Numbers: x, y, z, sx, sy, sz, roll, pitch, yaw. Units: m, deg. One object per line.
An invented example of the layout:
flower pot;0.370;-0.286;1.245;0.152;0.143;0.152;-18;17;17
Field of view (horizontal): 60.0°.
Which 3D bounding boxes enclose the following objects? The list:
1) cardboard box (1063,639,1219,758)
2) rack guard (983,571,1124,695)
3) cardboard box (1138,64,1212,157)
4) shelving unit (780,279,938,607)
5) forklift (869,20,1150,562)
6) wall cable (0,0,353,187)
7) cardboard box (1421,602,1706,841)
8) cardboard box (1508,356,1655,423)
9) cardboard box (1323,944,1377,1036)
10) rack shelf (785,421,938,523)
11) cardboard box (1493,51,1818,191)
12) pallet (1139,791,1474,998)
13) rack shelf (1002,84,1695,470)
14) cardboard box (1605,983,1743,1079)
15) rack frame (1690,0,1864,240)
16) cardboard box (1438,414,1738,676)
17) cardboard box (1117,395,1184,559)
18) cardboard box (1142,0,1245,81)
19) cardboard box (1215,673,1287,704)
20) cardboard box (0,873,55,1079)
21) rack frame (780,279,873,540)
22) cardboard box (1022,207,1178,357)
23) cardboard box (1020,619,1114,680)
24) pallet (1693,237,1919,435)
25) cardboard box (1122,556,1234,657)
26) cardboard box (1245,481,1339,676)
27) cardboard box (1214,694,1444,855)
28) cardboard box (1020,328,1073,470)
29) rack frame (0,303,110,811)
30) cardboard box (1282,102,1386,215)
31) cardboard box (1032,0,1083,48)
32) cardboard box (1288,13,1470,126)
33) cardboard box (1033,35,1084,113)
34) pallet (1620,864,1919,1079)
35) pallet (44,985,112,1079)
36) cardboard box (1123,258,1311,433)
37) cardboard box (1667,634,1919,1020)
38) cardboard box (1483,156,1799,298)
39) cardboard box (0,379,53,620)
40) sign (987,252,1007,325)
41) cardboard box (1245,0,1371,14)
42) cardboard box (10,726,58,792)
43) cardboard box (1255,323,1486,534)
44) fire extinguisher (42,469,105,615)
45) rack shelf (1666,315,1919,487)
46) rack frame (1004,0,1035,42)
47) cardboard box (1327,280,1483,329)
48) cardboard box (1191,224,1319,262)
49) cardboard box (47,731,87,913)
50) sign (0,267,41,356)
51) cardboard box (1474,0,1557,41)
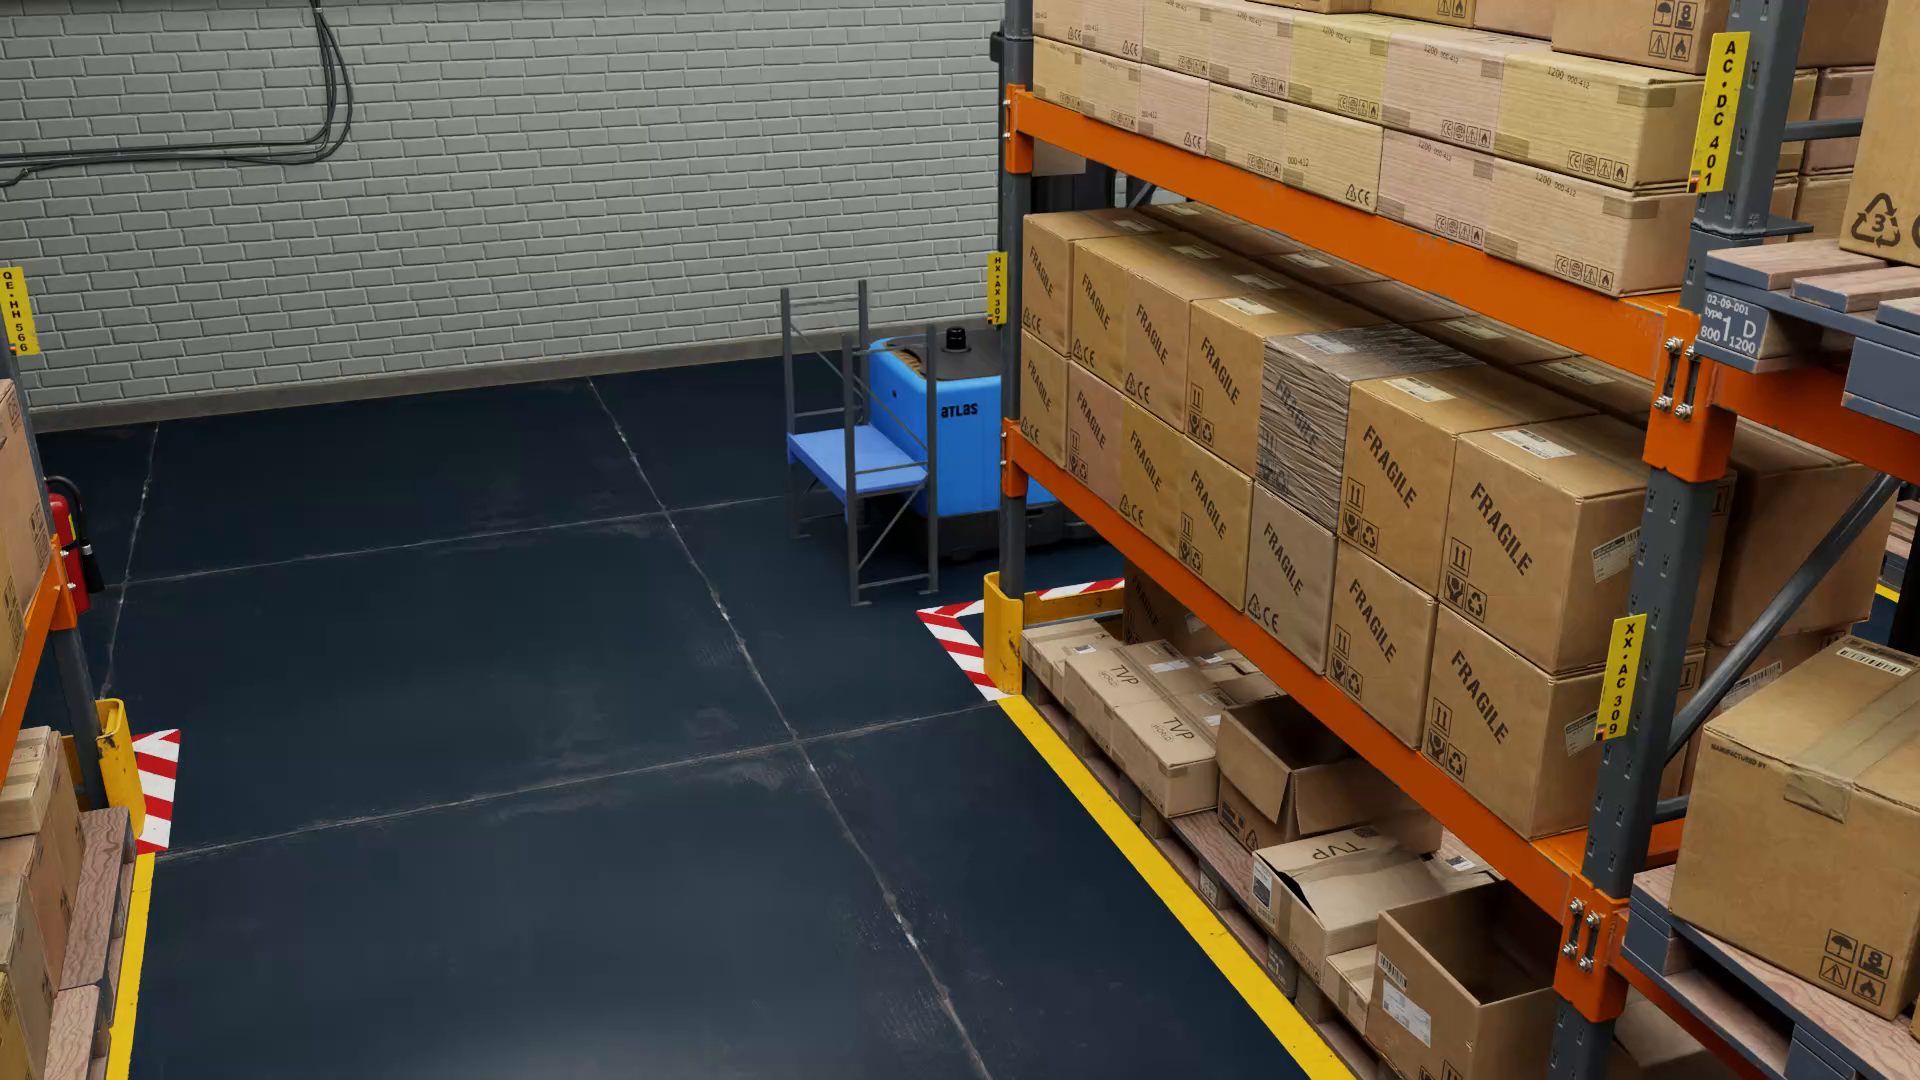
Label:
cardboard box;0.781;0.682;7.243;0.500;0.250;0.500;-8;24;-19
rack guard;0.704;0.379;8.207;1.175;0.500;0.348;-8;24;-19
cardboard box;0.964;-1.527;5.842;0.500;0.250;0.500;-8;24;-19
shelving unit;-0.558;-0.555;9.136;0.538;1.500;1.048;-10;25;-21
forklift;1.023;-1.568;9.697;3.031;2.935;1.130;-8;24;-19
wall cable;-5.619;-3.557;10.601;3.097;2.526;0.112;-8;24;-19
cardboard box;1.674;0.461;4.666;0.500;0.500;0.500;-8;24;-18
cardboard box;2.004;-0.251;5.067;0.500;0.500;0.500;-9;25;-21
cardboard box;1.435;1.468;5.509;0.380;0.149;0.250;-8;24;-19
rack shelf;-0.558;-0.390;9.206;0.538;0.185;1.000;-10;25;-21
cardboard box;1.665;-1.030;4.019;0.500;0.250;0.500;-8;24;-19
pallet;1.414;1.245;6.526;1.003;0.211;1.213;-8;24;-19
rack shelf;1.384;-1.124;5.620;1.077;0.370;4.000;-8;24;-19
cardboard box;2.145;1.507;5.207;0.500;0.311;0.500;-8;24;-19
rack frame;2.090;-2.111;3.173;1.000;3.000;0.127;-8;24;-19
cardboard box;1.670;-0.002;4.476;0.500;0.500;0.500;-8;24;-19
cardboard box;0.949;-0.279;6.422;0.500;0.500;0.500;-8;24;-19
cardboard box;0.968;-1.758;5.746;0.500;0.250;0.500;-8;24;-19
cardboard box;1.407;0.777;7.018;0.500;0.250;0.500;-8;24;-19
cardboard box;-3.260;1.444;5.139;0.700;0.500;0.500;-9;25;-21
rack frame;-0.759;-0.737;9.567;0.500;1.500;0.032;-10;25;-21
cardboard box;0.587;-1.110;7.105;0.500;0.500;0.500;-8;24;-17
cardboard box;0.504;0.510;7.782;0.380;0.149;0.250;-8;24;-19
pallet;2.255;-0.396;3.207;1.213;0.211;1.003;-8;24;-19
cardboard box;1.100;0.313;7.798;0.500;0.500;0.500;-8;24;-19
cardboard box;1.307;0.087;5.552;0.500;0.500;0.500;-8;24;-18
cardboard box;1.422;0.919;6.356;0.797;0.503;0.637;-8;24;-19
cardboard box;0.587;-0.649;7.299;0.500;0.500;0.500;-8;24;-18
rack frame;-3.956;-0.119;6.171;1.000;3.000;0.127;-8;24;-19
cardboard box;1.318;-1.164;4.980;0.500;0.250;0.500;-8;24;-19
cardboard box;0.615;-2.121;6.609;0.500;0.250;0.500;-8;24;-19
cardboard box;1.317;-1.394;4.883;0.500;0.250;0.500;-8;24;-19
cardboard box;0.621;-1.892;6.708;0.500;0.250;0.500;-8;24;-19
pallet;2.271;1.047;3.651;1.003;0.211;1.213;-8;24;-19
pallet;-3.173;1.888;4.999;1.003;0.211;1.213;-8;24;-19
cardboard box;0.951;-0.738;6.224;0.500;0.500;0.500;-8;24;-18
cardboard box;2.049;0.616;3.756;0.700;0.500;0.500;-18;29;-36
cardboard box;1.670;-0.800;4.118;0.500;0.250;0.500;-8;24;-19
cardboard box;-3.766;-0.074;5.676;0.980;0.700;0.700;-7;24;-17
sign;0.170;-1.125;7.442;0.100;0.325;0.005;-8;24;-19
cardboard box;1.338;-1.950;5.237;0.700;0.500;0.500;-8;24;-19
cardboard box;-3.399;0.802;5.827;0.380;0.149;0.250;-9;24;-20
cardboard box;1.308;-0.371;5.352;0.500;0.500;0.500;-8;24;-19
fire extinguisher;-3.577;-0.030;6.539;0.296;0.674;0.183;-8;24;-19
rack shelf;2.797;0.329;2.171;1.077;0.370;4.000;-8;24;-19
rack frame;0.677;-3.565;6.621;1.000;3.000;0.127;-8;24;-19
cardboard box;1.640;-0.625;5.955;0.500;0.500;0.500;-8;24;-17
cardboard box;1.271;-1.000;6.844;0.500;0.500;0.500;-8;24;-18
cardboard box;-3.615;1.080;6.004;0.700;0.500;0.500;-8;24;-19
sign;-3.443;-0.831;6.065;0.100;0.325;0.005;-8;24;-19
cardboard box;1.839;-1.609;4.426;0.700;0.500;0.500;-8;24;-19
